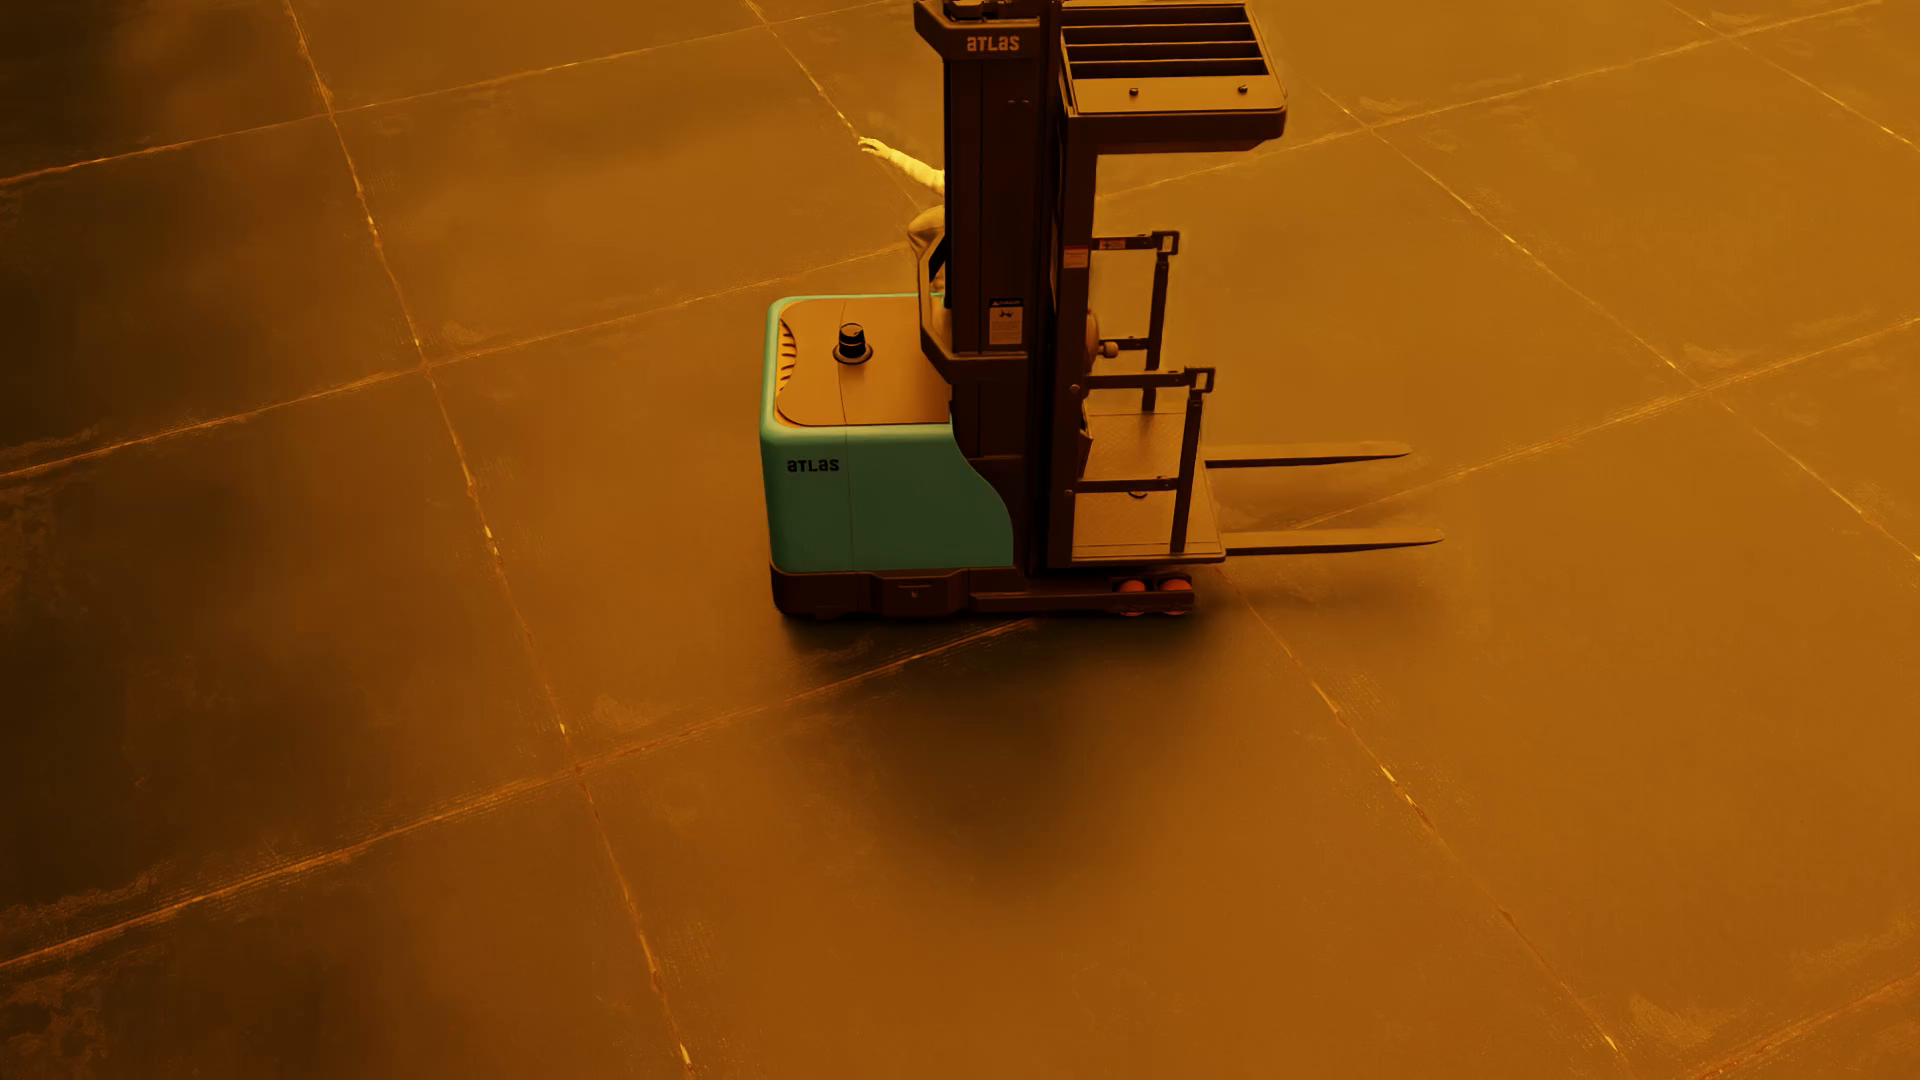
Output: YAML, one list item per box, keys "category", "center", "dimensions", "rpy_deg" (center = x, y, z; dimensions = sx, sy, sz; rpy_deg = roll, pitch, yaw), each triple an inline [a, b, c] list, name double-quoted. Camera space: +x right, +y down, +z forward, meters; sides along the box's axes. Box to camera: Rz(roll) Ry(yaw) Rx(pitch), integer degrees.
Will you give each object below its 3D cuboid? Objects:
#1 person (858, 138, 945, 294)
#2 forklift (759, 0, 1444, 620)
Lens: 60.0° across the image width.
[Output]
- category: "person"
  center: [-0.052, -1.644, 8.467]
  dimensions: [0.997, 1.555, 0.818]
  rpy_deg: [-15, 45, -15]
- category: "forklift"
  center: [0.660, -1.092, 6.850]
  dimensions: [3.031, 2.935, 1.130]
  rpy_deg: [-2, 43, -2]
